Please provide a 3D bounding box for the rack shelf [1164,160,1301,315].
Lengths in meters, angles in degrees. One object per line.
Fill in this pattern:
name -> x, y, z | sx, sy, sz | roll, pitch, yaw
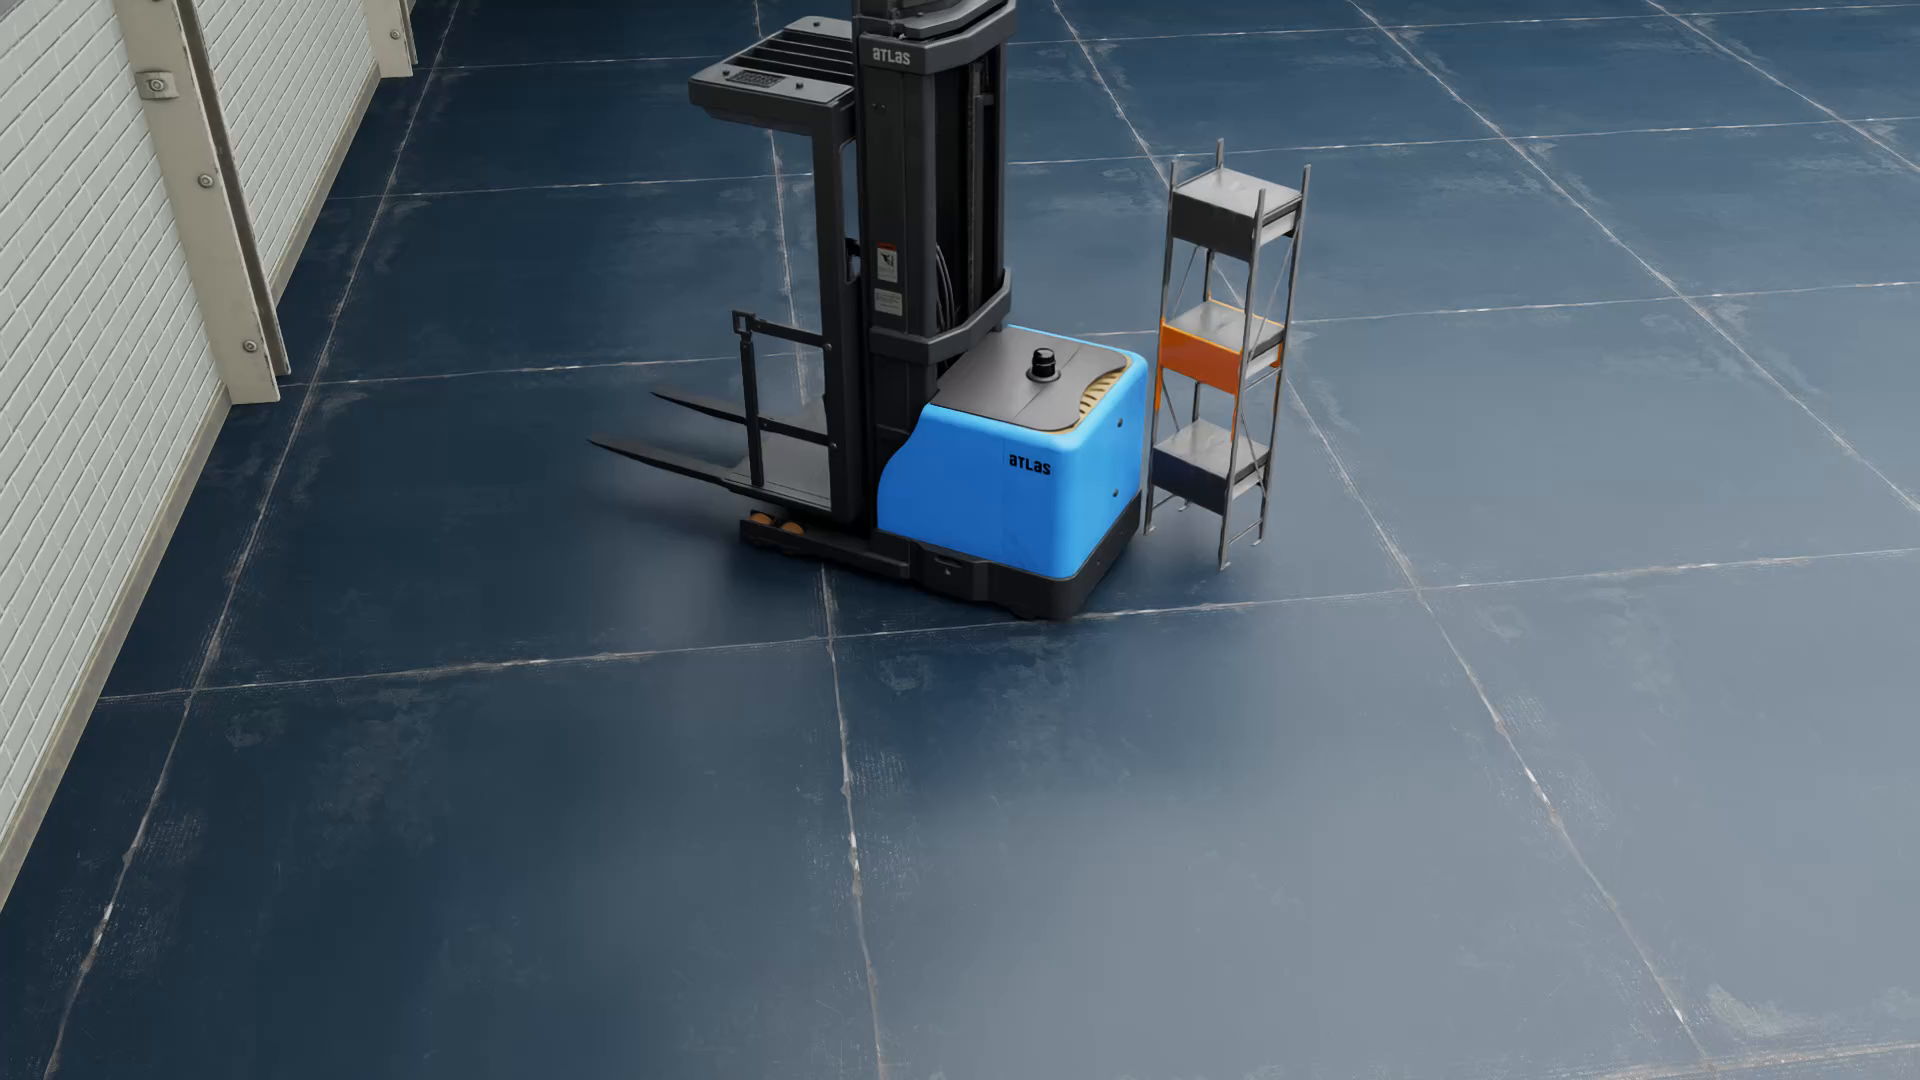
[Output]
rack shelf -> 1.304, -1.448, 7.920 | 0.480, 0.518, 0.431 | 27, 43, 34

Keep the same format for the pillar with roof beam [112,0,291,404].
pillar with roof beam -> -0.059, -4.987, 8.206 | 9.100, 9.000, 0.400 | -4, 35, -6

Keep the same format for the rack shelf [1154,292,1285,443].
rack shelf -> 1.304, -0.869, 8.314 | 0.480, 0.518, 0.431 | 27, 43, 34

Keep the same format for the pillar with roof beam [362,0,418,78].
pillar with roof beam -> -0.866, -8.335, 13.119 | 9.100, 9.000, 0.400 | -4, 35, -6

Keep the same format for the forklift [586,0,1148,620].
forklift -> -0.594, -1.383, 8.306 | 3.031, 2.935, 1.130 | 16, 37, 22

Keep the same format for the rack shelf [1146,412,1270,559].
rack shelf -> 1.304, -0.291, 8.708 | 0.480, 0.518, 0.431 | 27, 43, 34

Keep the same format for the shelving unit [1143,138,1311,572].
shelving unit -> 1.304, -0.881, 8.306 | 0.503, 2.100, 0.431 | 27, 43, 34

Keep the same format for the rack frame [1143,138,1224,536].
rack frame -> 1.124, -0.974, 8.443 | 0.015, 2.100, 0.400 | 27, 43, 34

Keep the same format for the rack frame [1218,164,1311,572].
rack frame -> 1.483, -0.787, 8.169 | 0.015, 2.100, 0.400 | 27, 43, 34
